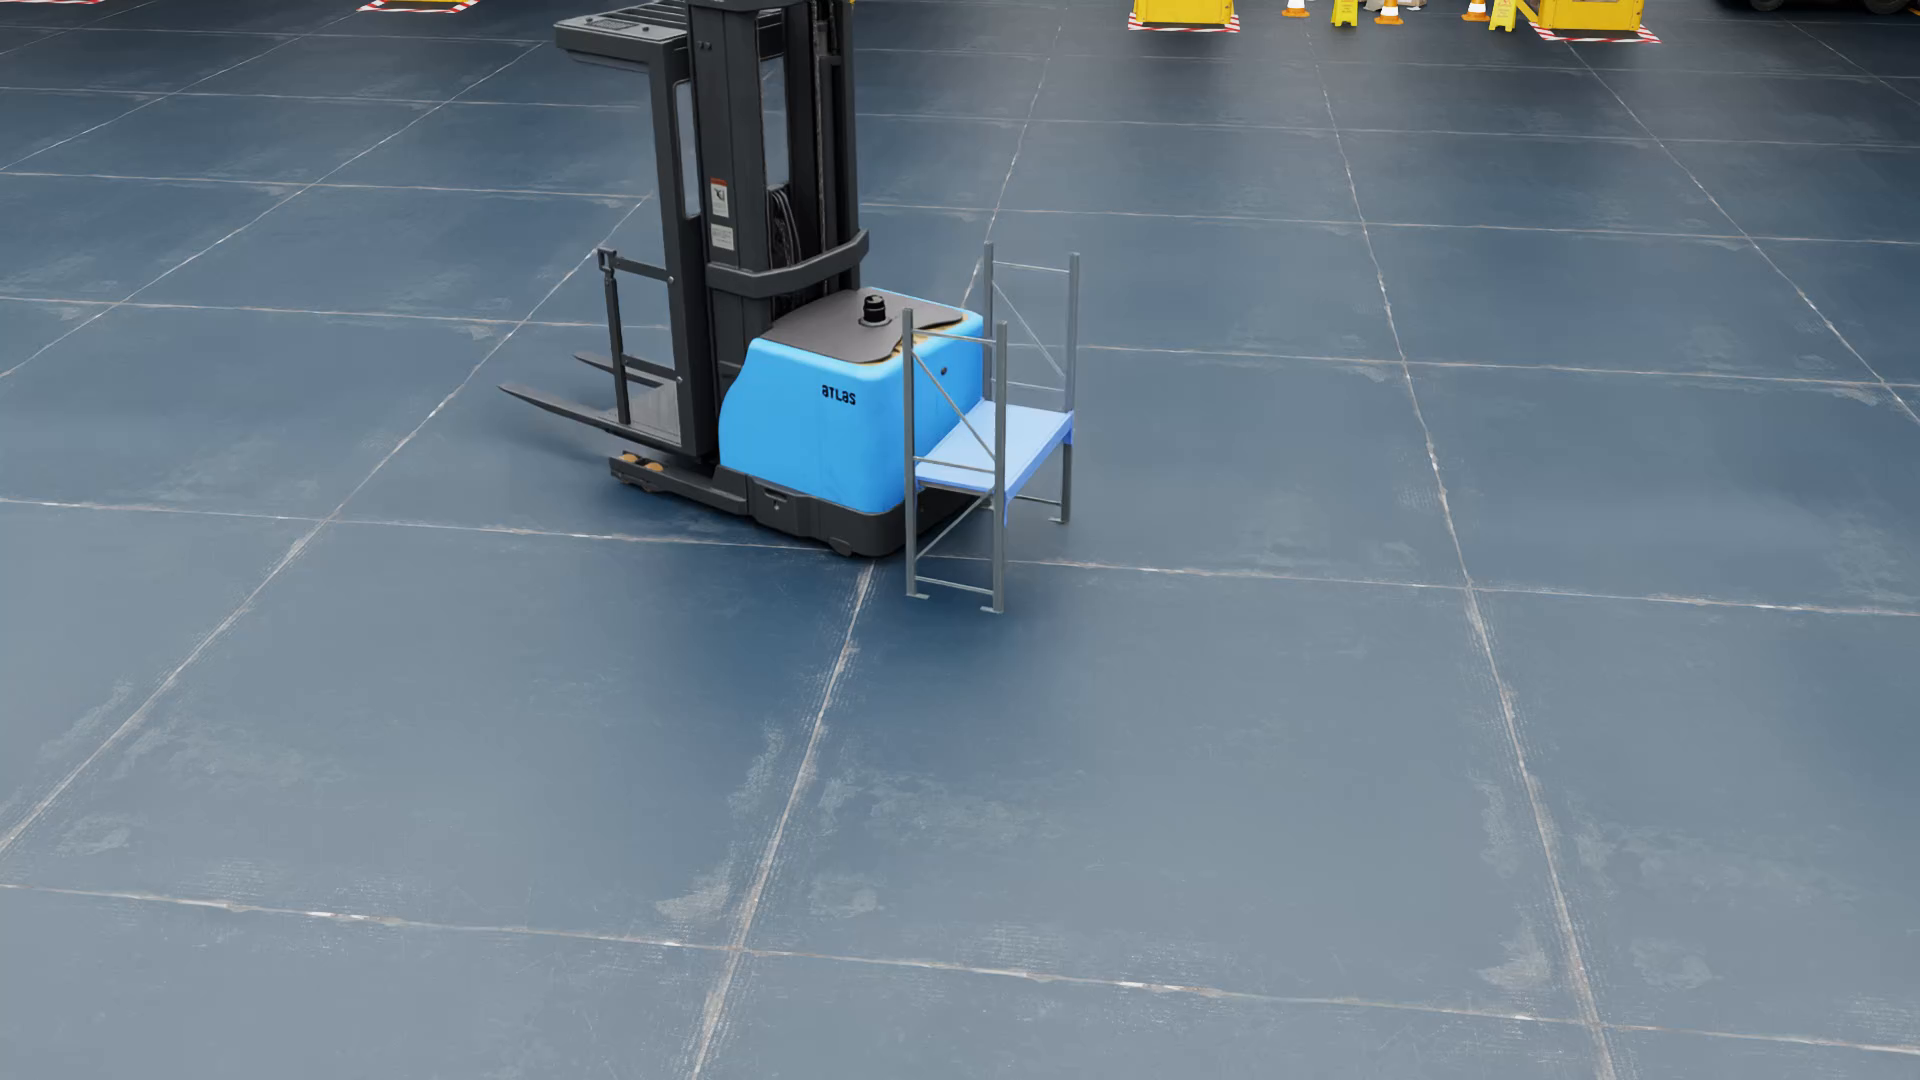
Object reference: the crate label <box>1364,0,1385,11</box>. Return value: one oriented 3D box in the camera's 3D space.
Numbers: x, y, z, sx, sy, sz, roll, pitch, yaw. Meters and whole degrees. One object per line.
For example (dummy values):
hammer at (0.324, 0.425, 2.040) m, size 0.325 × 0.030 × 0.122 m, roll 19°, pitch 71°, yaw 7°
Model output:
crate label at (5.388, -6.905, 21.422) m, size 0.250 × 0.136 × 0.298 m, roll -11°, pitch 30°, yaw -20°

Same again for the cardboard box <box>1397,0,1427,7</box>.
cardboard box at (5.880, -7.088, 21.751) m, size 0.380 × 0.149 × 0.250 m, roll 20°, pitch 34°, yaw 32°

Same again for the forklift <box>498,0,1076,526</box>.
forklift at (-3.478, -5.364, 14.913) m, size 16.073 × 3.598 × 10.290 m, roll 18°, pitch 33°, yaw 30°

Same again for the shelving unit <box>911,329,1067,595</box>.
shelving unit at (0.159, -0.562, 8.211) m, size 0.475 × 1.308 × 0.991 m, roll 11°, pitch 30°, yaw 19°

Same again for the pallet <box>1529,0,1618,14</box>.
pallet at (7.868, -6.798, 21.146) m, size 1.003 × 0.211 × 1.213 m, roll 3°, pitch 28°, yaw 6°

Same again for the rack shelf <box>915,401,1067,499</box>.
rack shelf at (0.164, -0.455, 8.290) m, size 0.459 × 0.062 × 0.952 m, roll 11°, pitch 30°, yaw 19°

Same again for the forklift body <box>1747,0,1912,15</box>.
forklift body at (-2.093, -9.788, 24.650) m, size 29.396 × 2.155 × 5.688 m, roll 3°, pitch 28°, yaw 6°

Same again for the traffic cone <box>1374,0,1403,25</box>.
traffic cone at (5.353, -6.674, 20.651) m, size 0.336 × 0.463 × 0.334 m, roll 3°, pitch 28°, yaw 6°

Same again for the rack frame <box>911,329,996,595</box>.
rack frame at (-0.024, -0.347, 7.812) m, size 0.475 × 1.308 × 0.013 m, roll 11°, pitch 30°, yaw 19°

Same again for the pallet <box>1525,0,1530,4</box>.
pallet at (8.020, -7.371, 22.209) m, size 1.003 × 0.211 × 1.213 m, roll 3°, pitch 28°, yaw 6°

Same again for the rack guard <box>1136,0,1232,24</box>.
rack guard at (2.796, -6.738, 20.729) m, size 1.175 × 0.500 × 0.348 m, roll 3°, pitch 28°, yaw 6°

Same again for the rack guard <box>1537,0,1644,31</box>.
rack guard at (7.733, -6.545, 20.371) m, size 1.175 × 0.500 × 0.348 m, roll 3°, pitch 28°, yaw 6°

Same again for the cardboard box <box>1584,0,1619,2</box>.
cardboard box at (8.097, -6.947, 20.939) m, size 0.507 × 0.250 × 0.507 m, roll 4°, pitch 29°, yaw 6°

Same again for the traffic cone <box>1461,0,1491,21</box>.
traffic cone at (6.496, -6.770, 20.828) m, size 0.336 × 0.463 × 0.334 m, roll 3°, pitch 28°, yaw 6°
